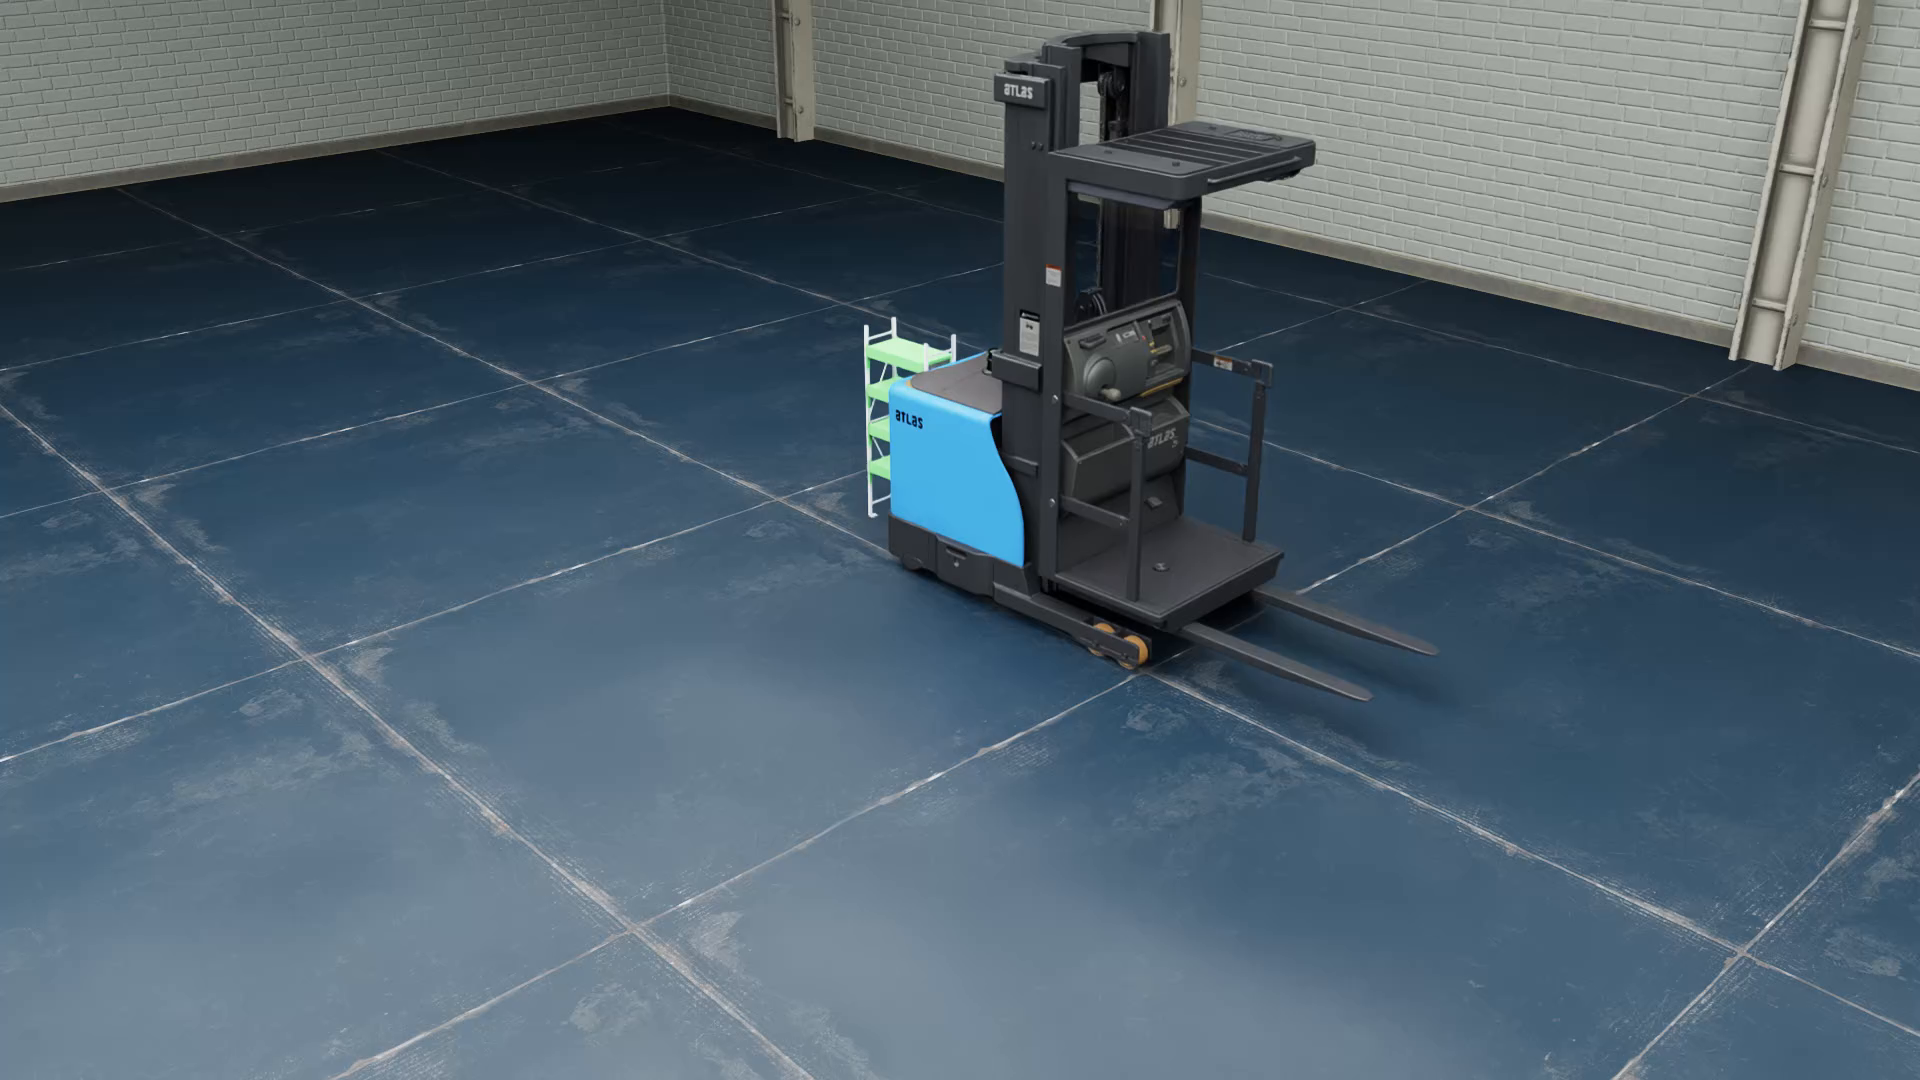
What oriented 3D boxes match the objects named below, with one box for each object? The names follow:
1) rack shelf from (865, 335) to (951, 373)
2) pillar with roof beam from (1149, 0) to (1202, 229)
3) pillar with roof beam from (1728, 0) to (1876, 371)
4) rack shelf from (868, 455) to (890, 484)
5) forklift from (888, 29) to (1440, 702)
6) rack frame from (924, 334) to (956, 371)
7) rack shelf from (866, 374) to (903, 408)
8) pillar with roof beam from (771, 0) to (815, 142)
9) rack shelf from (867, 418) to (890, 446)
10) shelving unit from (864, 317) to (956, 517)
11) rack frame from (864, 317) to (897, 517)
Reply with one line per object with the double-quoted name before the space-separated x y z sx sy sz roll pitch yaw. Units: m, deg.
"rack shelf" -0.288 -1.029 9.558 0.480 0.148 0.258 22 32 39
"pillar with roof beam" -1.080 -6.070 12.213 9.100 9.000 0.400 -21 32 -38
"pillar with roof beam" 3.021 -4.252 8.229 9.100 9.000 0.400 -21 32 -38
"rack shelf" -0.288 -0.374 9.857 0.480 0.148 0.258 22 32 39
"forklift" 1.004 -0.930 8.258 3.031 2.935 1.130 22 32 39
"rack frame" -0.112 -0.580 9.577 0.015 1.200 0.240 22 32 39
"rack shelf" -0.288 -0.811 9.658 0.480 0.148 0.258 22 32 39
"pillar with roof beam" -5.181 -7.888 16.198 9.100 9.000 0.400 -21 32 -38
"rack shelf" -0.288 -0.593 9.758 0.480 0.148 0.258 22 32 39
"shelving unit" -0.288 -0.651 9.731 0.503 1.200 0.258 22 32 39
"rack frame" -0.463 -0.721 9.885 0.015 1.200 0.240 22 32 39
